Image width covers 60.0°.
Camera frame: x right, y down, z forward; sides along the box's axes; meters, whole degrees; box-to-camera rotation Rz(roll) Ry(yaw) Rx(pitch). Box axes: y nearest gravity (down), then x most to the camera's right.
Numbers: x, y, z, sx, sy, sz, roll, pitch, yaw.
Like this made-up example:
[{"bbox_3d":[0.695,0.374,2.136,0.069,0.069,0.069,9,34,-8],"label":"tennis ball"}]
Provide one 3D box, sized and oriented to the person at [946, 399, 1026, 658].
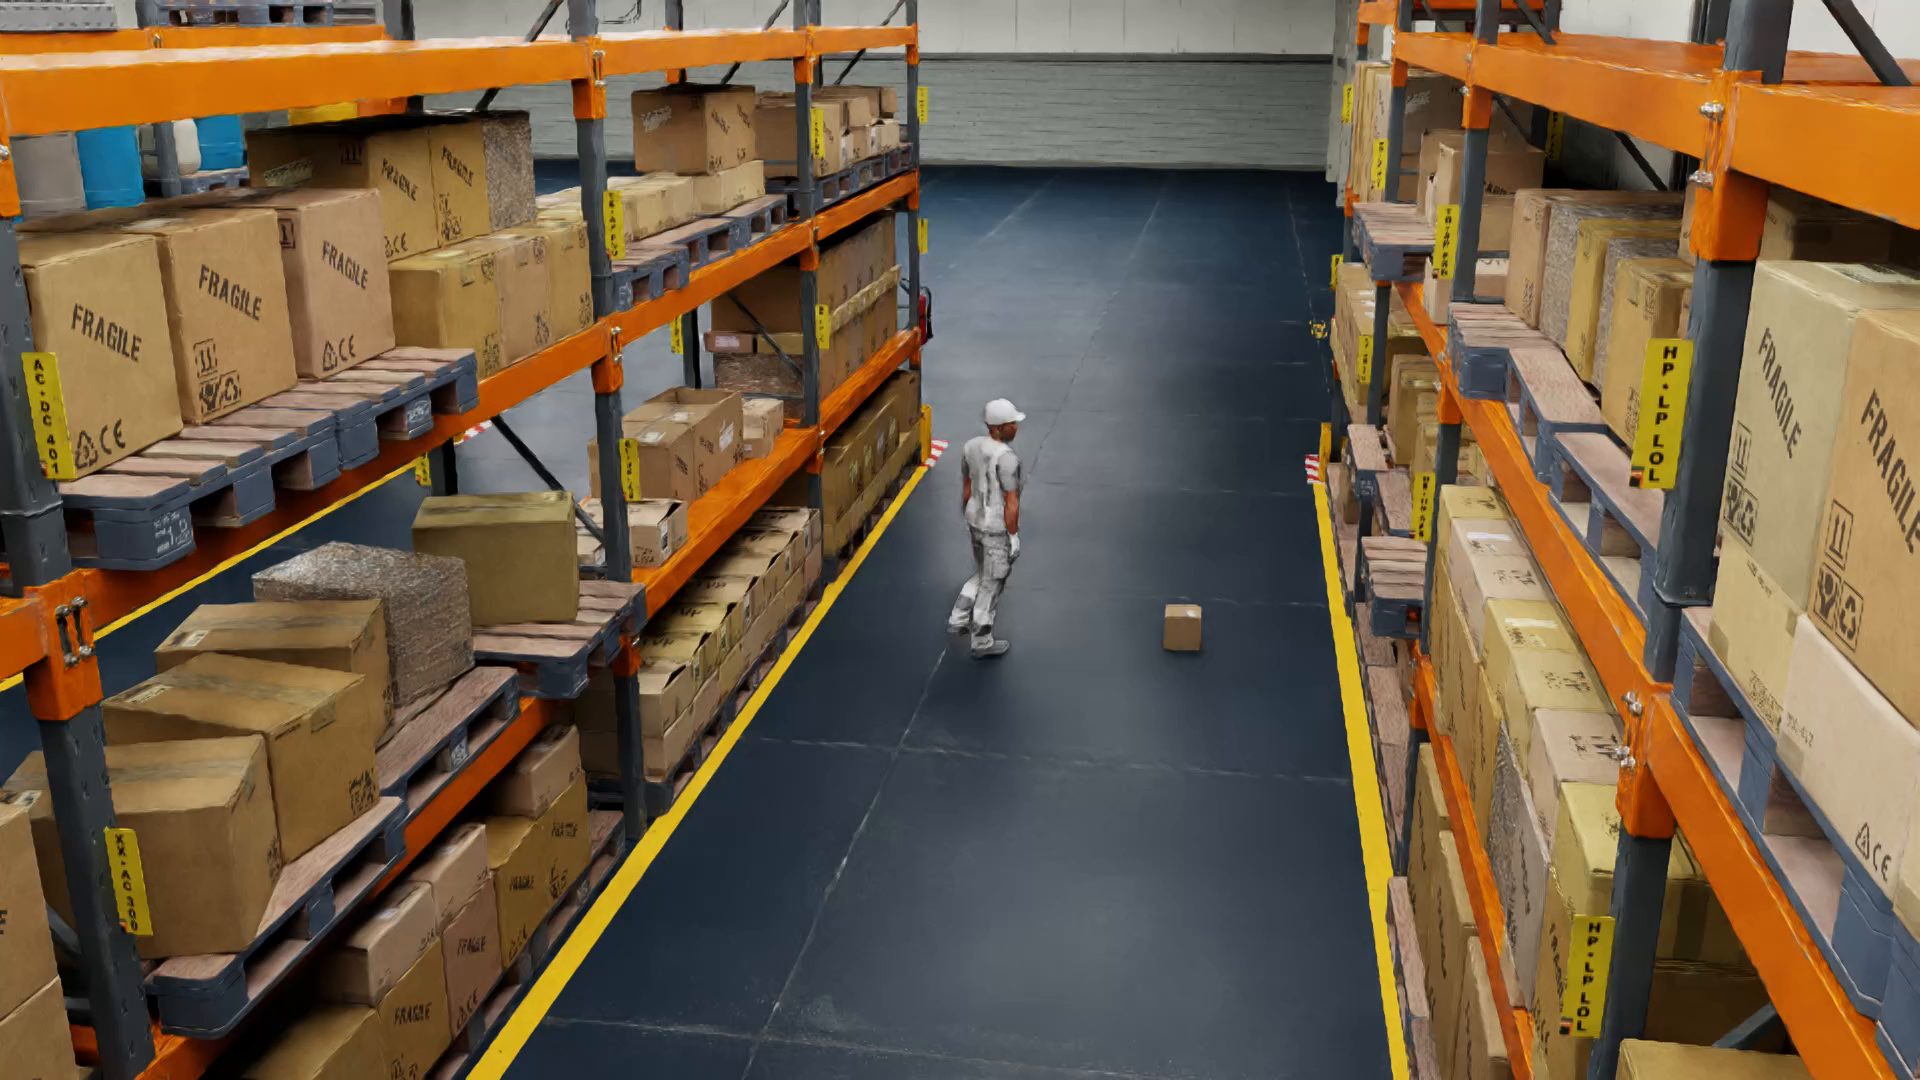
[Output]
[{"bbox_3d":[0.190,-0.076,11.212,0.449,1.785,0.633,-12,21,-33],"label":"person"}]
